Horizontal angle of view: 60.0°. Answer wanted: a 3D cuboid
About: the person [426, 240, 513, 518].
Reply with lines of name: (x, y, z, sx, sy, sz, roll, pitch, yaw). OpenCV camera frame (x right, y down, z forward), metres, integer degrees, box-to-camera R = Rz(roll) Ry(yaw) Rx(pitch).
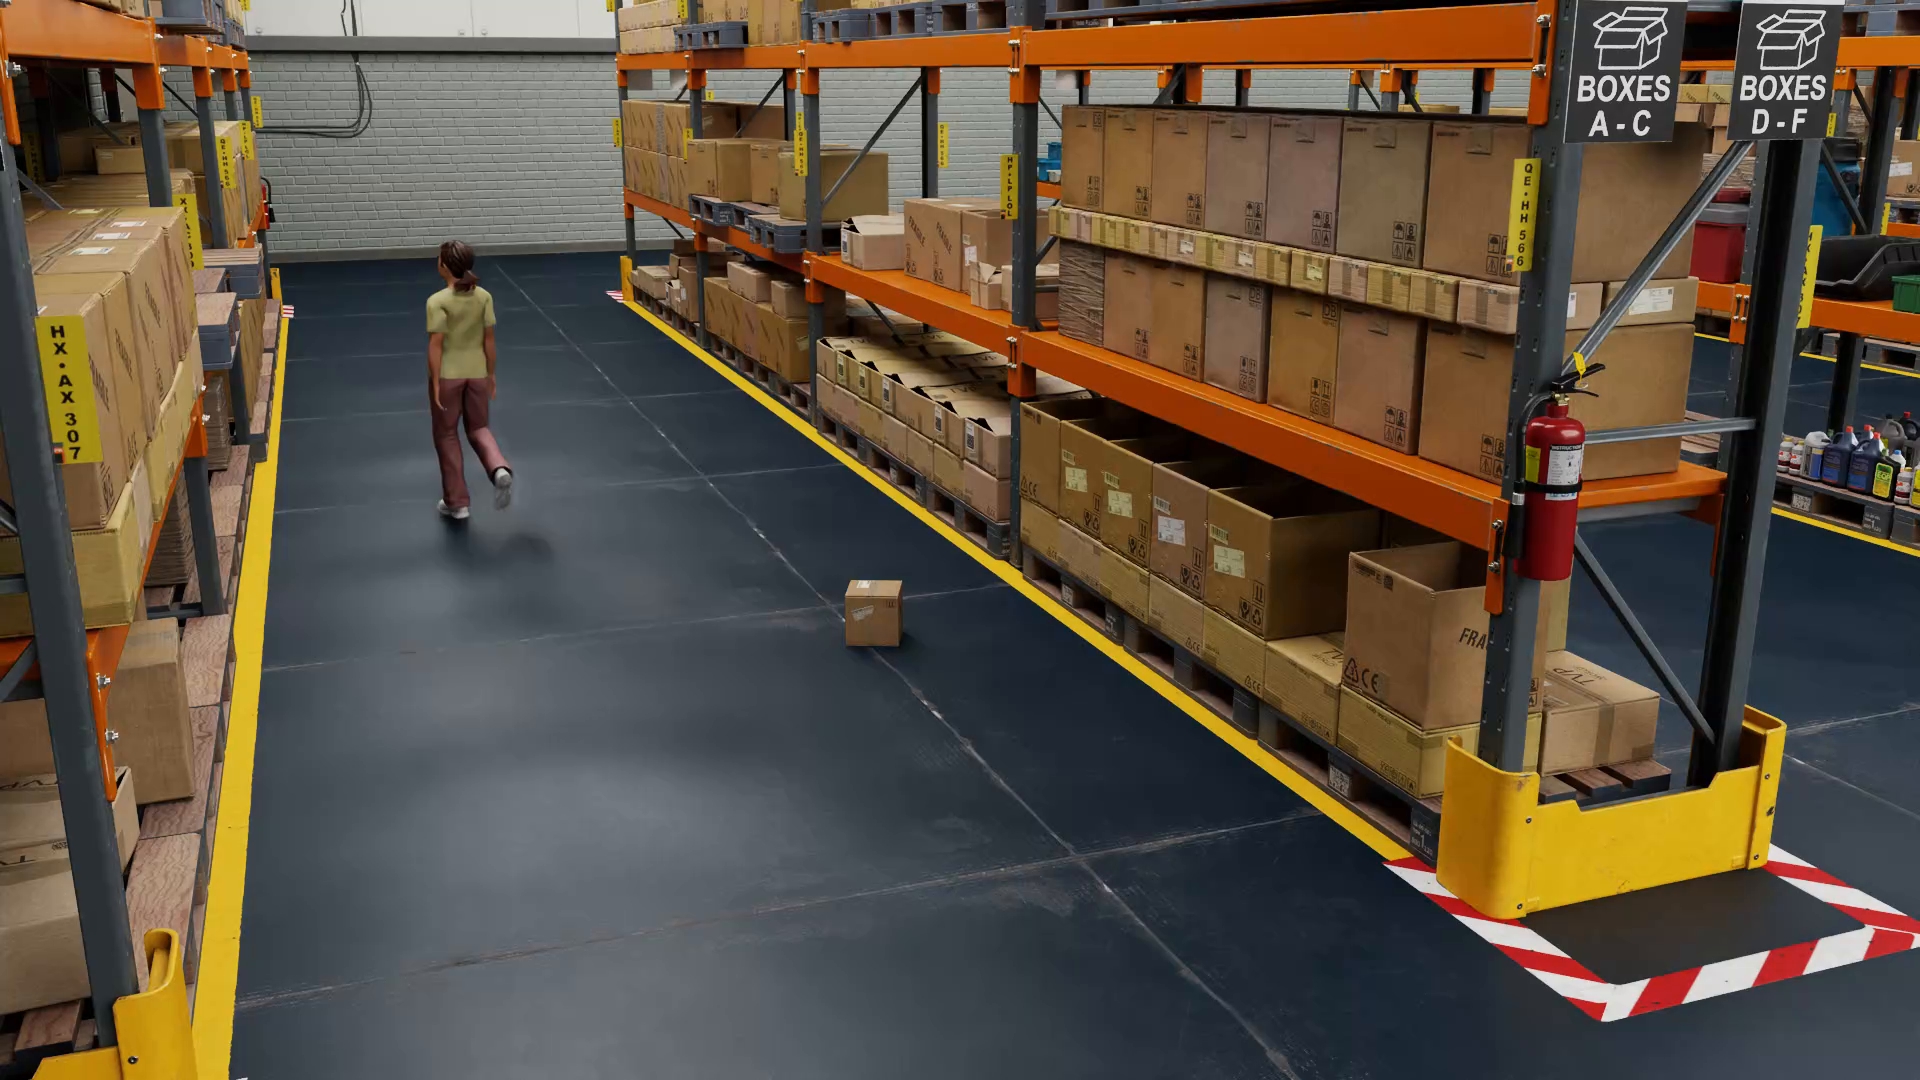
person: (-2.925, -0.931, 9.791, 0.443, 1.656, 0.645, -14, 21, -40)
